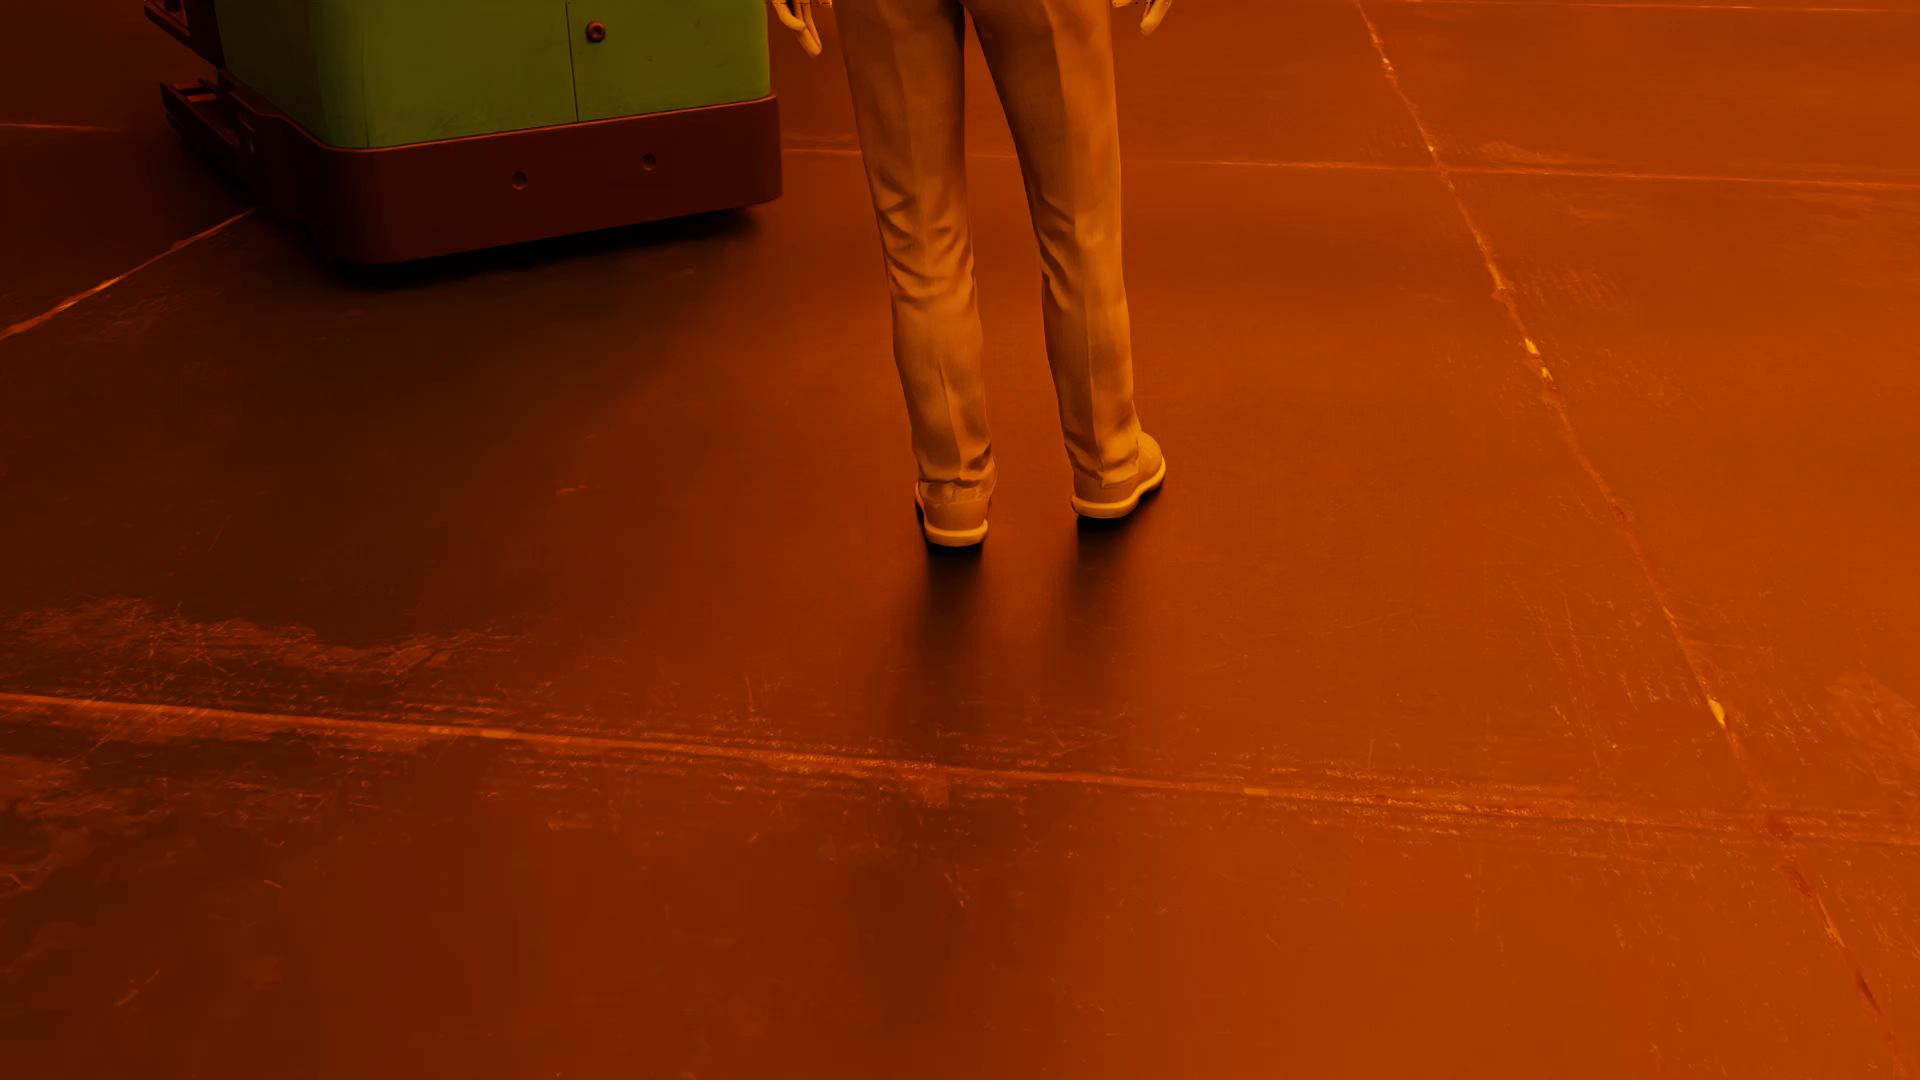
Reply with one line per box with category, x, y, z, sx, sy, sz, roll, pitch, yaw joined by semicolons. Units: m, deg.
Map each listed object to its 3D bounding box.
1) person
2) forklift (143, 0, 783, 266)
person;0.015;-0.794;2.177;0.588;1.696;0.533;3;27;7
forklift;-1.655;-2.503;4.234;1.130;2.935;3.031;-16;31;-29
